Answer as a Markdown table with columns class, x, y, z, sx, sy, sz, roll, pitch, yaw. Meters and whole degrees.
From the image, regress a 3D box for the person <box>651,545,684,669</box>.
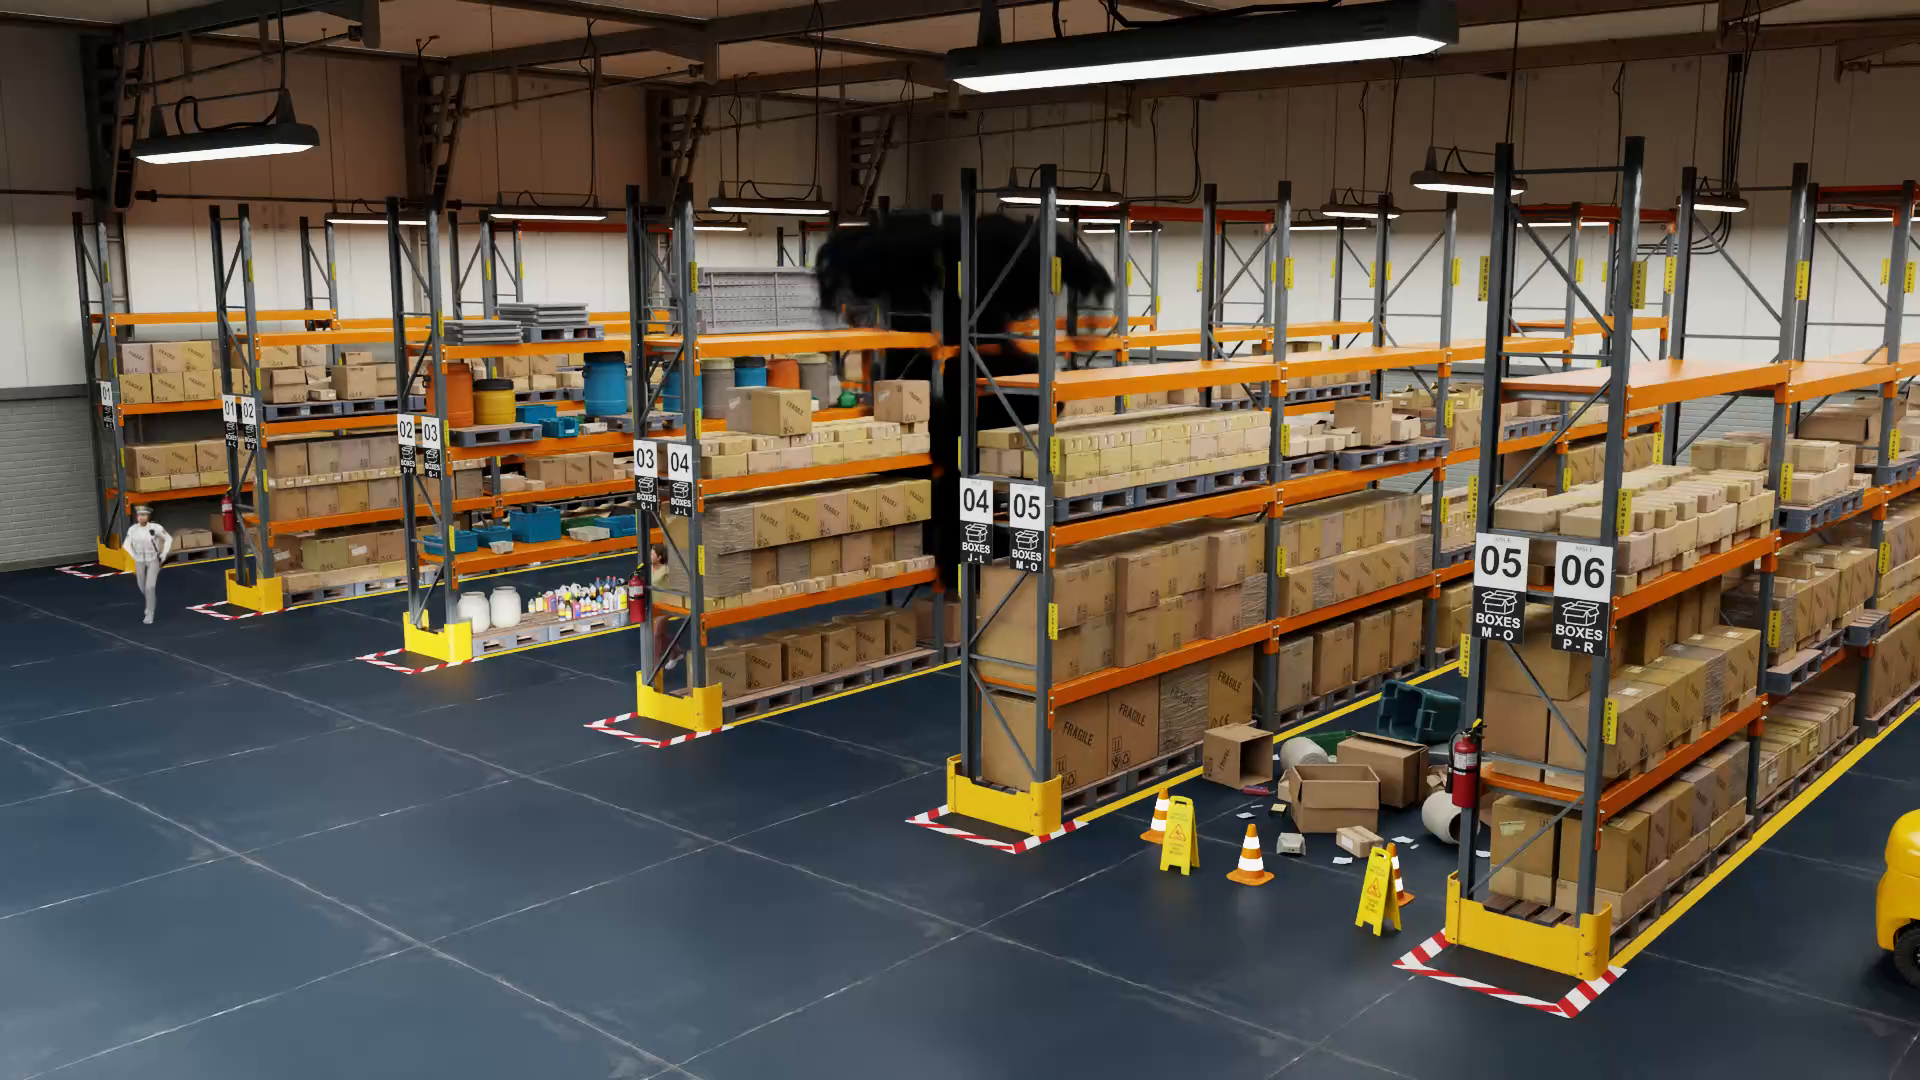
| class | x | y | z | sx | sy | sz | roll | pitch | yaw |
| --- | --- | --- | --- | --- | --- | --- | --- | --- | --- |
| person | -3.755 | 0.897 | 20.830 | 0.590 | 1.709 | 0.838 | 7 | 12 | 35 |

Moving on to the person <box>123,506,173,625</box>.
| class | x | y | z | sx | sy | sz | roll | pitch | yaw |
| --- | --- | --- | --- | --- | --- | --- | --- | --- | --- |
| person | -11.838 | 0.324 | 24.269 | 0.640 | 1.705 | 0.792 | -2 | 10 | -10 |
